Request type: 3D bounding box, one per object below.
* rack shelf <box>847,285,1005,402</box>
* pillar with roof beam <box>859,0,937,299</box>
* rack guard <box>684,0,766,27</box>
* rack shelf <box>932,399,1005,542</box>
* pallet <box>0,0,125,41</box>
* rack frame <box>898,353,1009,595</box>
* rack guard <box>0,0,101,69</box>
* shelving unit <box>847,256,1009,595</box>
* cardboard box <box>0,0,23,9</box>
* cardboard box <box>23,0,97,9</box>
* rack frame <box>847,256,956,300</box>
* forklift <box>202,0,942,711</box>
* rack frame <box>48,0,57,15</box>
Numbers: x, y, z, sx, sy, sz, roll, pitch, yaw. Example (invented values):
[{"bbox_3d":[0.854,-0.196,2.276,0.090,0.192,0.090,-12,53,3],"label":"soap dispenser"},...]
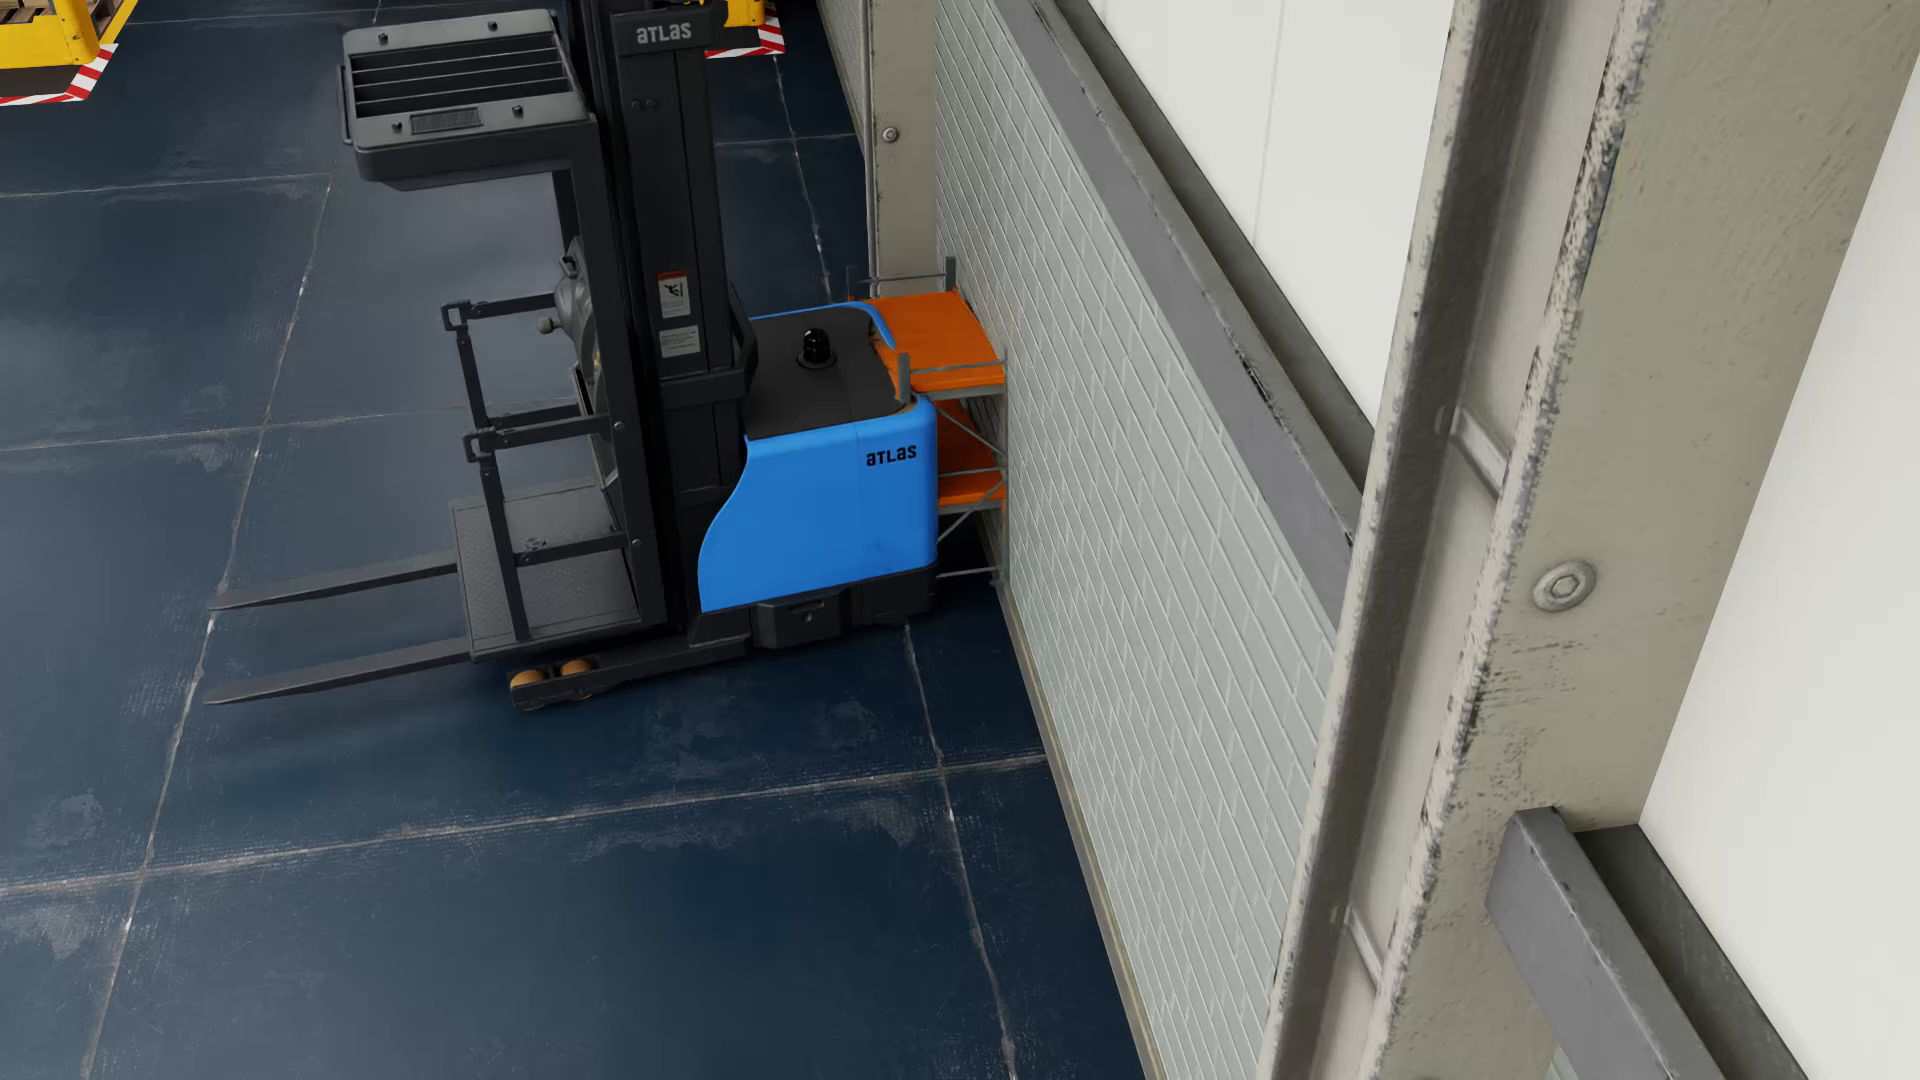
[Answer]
[{"bbox_3d":[-0.134,-0.777,7.218,0.538,0.278,1.000,-7,31,-13],"label":"rack shelf"},{"bbox_3d":[-4.532,-4.029,5.602,9.100,9.000,0.400,-6,38,-8],"label":"pillar with roof beam"},{"bbox_3d":[-2.107,-4.228,12.785,1.175,0.500,0.348,-6,38,-8],"label":"rack guard"},{"bbox_3d":[-0.135,-0.311,7.486,0.538,0.278,1.000,-7,31,-13],"label":"rack shelf"},{"bbox_3d":[-7.118,-4.133,12.898,1.003,0.211,1.213,-6,38,-8],"label":"pallet"},{"bbox_3d":[-0.004,-0.278,6.939,0.500,1.125,0.032,-7,31,-13],"label":"rack frame"},{"bbox_3d":[-7.011,-3.753,12.173,1.175,0.500,0.348,-6,38,-8],"label":"rack guard"},{"bbox_3d":[-0.134,-0.523,7.364,0.538,1.125,1.048,-7,31,-13],"label":"shelving unit"},{"bbox_3d":[-7.408,-4.248,12.671,0.500,0.250,0.500,-6,38,-8],"label":"cardboard box"},{"bbox_3d":[-6.866,-4.291,12.727,0.500,0.250,0.500,-7,38,-8],"label":"cardboard box"},{"bbox_3d":[-0.265,-0.768,7.790,0.500,1.125,0.032,-7,31,-13],"label":"rack frame"},{"bbox_3d":[-1.654,-0.822,6.419,3.031,2.935,1.130,-11,39,-14],"label":"forklift"},{"bbox_3d":[-6.997,-4.694,11.347,1.000,3.000,0.127,-6,38,-8],"label":"rack frame"}]
